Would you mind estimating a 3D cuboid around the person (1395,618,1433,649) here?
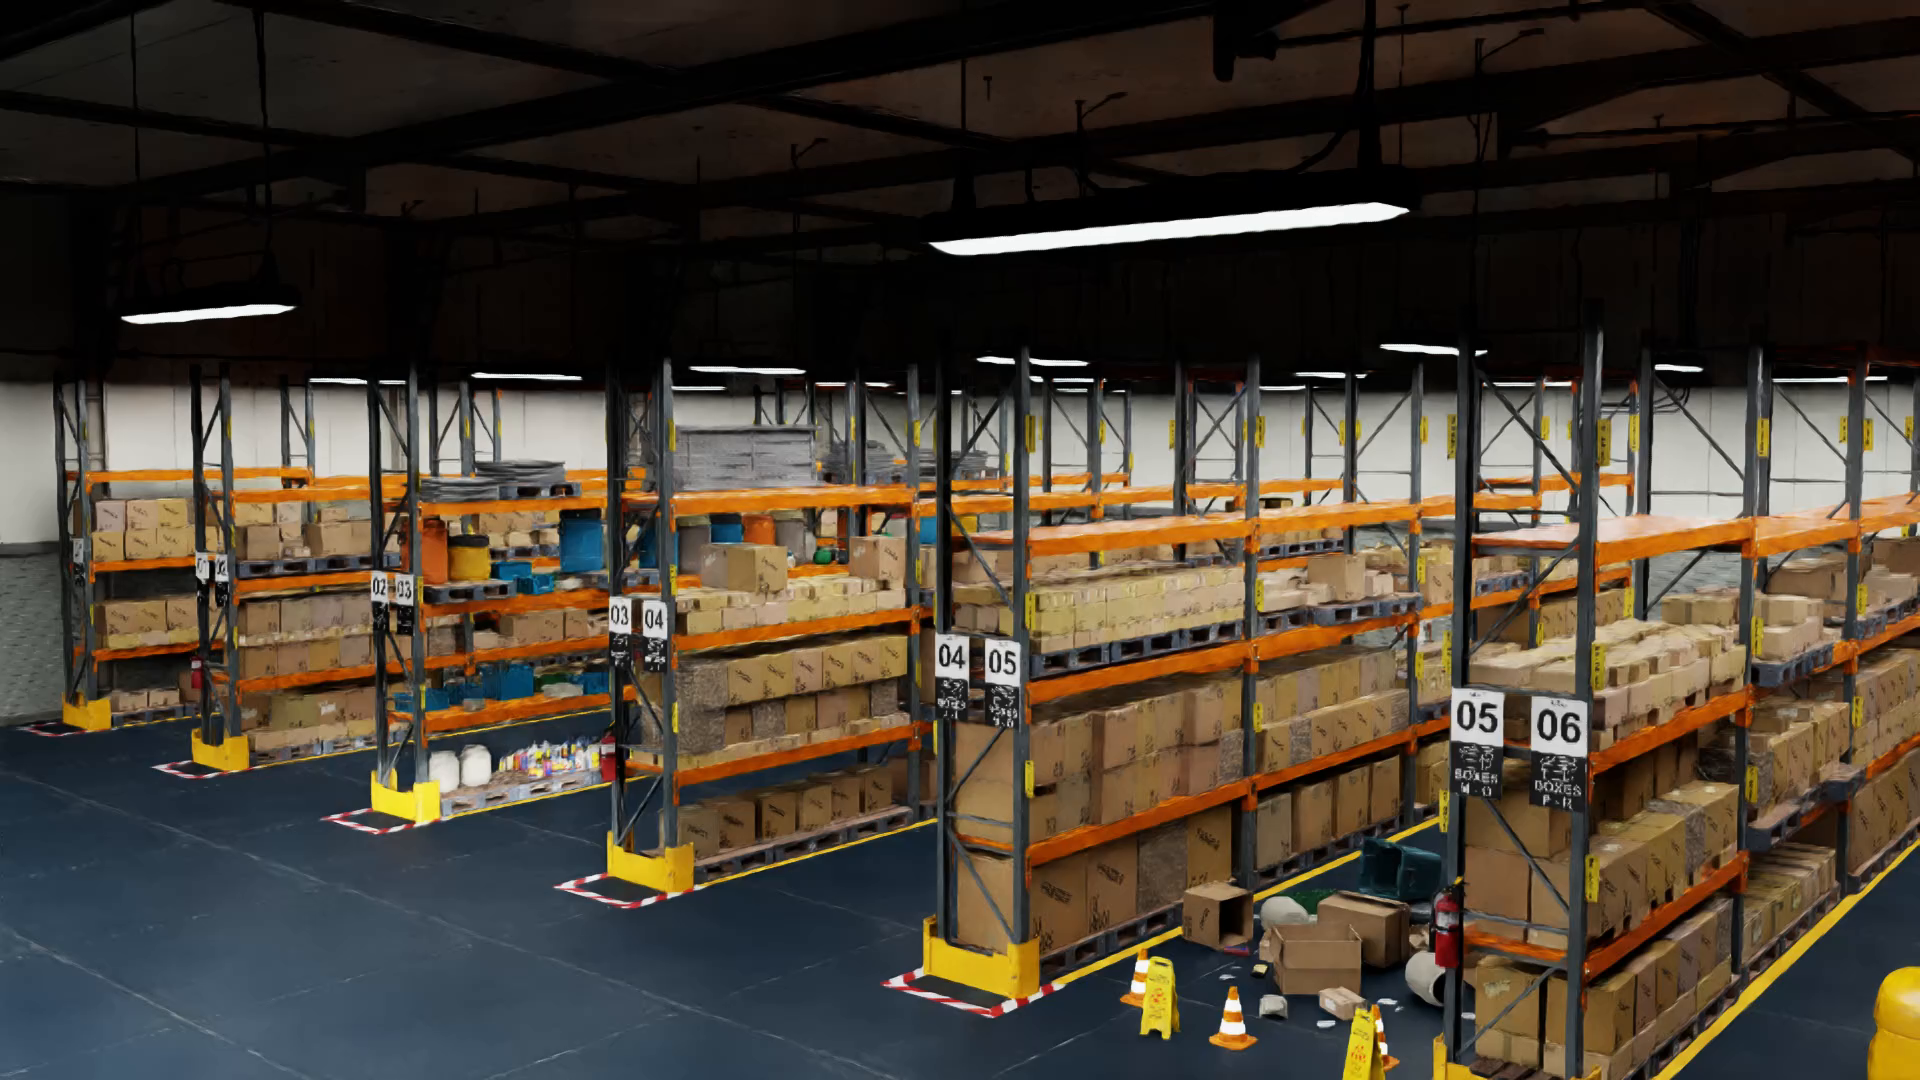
[{"bbox_3d":[8.925,1.949,32.682,0.714,1.697,0.819,2,4,23],"label":"person"}]
